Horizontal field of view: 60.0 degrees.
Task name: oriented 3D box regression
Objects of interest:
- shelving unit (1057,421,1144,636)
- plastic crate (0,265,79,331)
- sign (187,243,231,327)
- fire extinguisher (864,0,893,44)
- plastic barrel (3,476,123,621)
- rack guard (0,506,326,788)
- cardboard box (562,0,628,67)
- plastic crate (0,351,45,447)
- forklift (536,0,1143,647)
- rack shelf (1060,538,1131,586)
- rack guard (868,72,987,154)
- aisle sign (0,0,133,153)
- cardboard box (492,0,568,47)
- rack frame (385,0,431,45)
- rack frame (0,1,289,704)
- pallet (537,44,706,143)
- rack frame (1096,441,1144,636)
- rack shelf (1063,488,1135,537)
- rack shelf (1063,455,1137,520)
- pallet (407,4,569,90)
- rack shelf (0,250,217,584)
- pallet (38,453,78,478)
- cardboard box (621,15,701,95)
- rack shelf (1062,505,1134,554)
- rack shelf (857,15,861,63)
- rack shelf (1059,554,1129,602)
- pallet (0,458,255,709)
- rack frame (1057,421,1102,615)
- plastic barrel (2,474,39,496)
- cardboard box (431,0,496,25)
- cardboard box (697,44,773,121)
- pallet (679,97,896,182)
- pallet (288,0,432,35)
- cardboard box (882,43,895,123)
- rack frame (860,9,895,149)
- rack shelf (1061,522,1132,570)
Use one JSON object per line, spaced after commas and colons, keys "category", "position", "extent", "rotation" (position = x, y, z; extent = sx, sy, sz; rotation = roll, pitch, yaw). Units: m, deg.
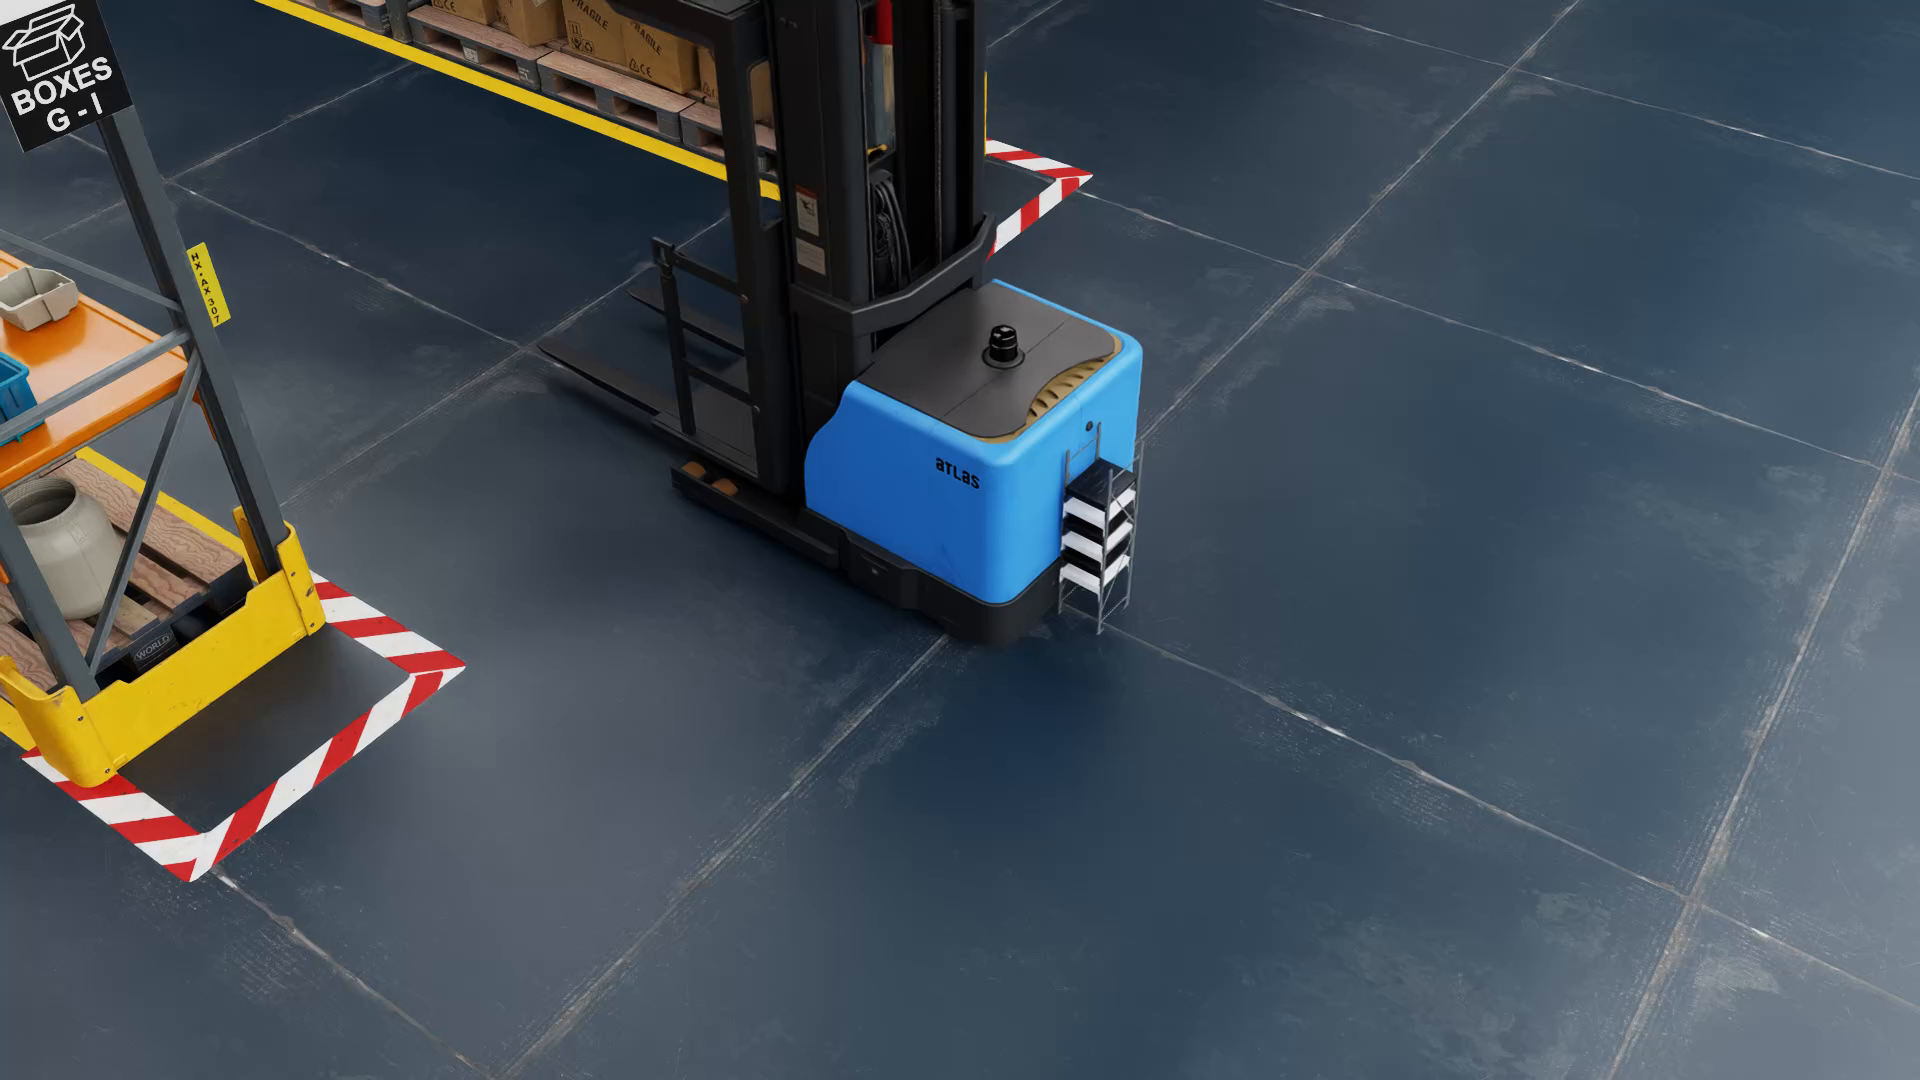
{"category": "shelving unit", "position": [0.573, -0.035, 6.863], "extent": [0.210, 0.900, 0.258], "rotation": [27, 49, 27]}
{"category": "plastic crate", "position": [-3.622, -0.943, 6.501], "extent": [0.250, 0.136, 0.298], "rotation": [25, 48, 25]}
{"category": "sign", "position": [-2.755, -0.925, 6.075], "extent": [0.005, 0.325, 0.100], "rotation": [25, 48, 25]}
{"category": "fire extinguisher", "position": [-0.401, -2.903, 8.551], "extent": [0.183, 0.674, 0.296], "rotation": [25, 48, 25]}
{"category": "plastic barrel", "position": [-3.657, 0.037, 6.758], "extent": [0.421, 0.512, 0.421], "rotation": [0, 42, 0]}
{"category": "rack guard", "position": [-3.163, 0.405, 6.671], "extent": [0.348, 0.500, 1.175], "rotation": [25, 48, 25]}
{"category": "cardboard box", "position": [-2.174, -3.399, 10.607], "extent": [0.500, 0.500, 0.500], "rotation": [21, 46, 22]}
{"category": "plastic crate", "position": [-3.656, -0.496, 5.915], "extent": [0.616, 0.251, 0.499], "rotation": [25, 48, 25]}
{"category": "forklift", "position": [-0.708, -1.460, 6.932], "extent": [3.031, 2.935, 1.130], "rotation": [27, 49, 27]}
{"category": "rack shelf", "position": [0.573, 0.057, 6.945], "extent": [0.200, 0.077, 0.258], "rotation": [27, 49, 27]}
{"category": "rack guard", "position": [-0.292, -2.325, 9.722], "extent": [0.348, 0.500, 1.175], "rotation": [25, 48, 25]}
{"category": "aisle sign", "position": [-2.847, -1.624, 5.115], "extent": [0.004, 0.787, 0.394], "rotation": [25, 48, 25]}
{"category": "cardboard box", "position": [-2.727, -3.594, 10.825], "extent": [0.500, 0.500, 0.500], "rotation": [-26, 48, -26]}
{"category": "rack frame", "position": [-3.505, -4.759, 10.567], "extent": [0.127, 3.000, 1.000], "rotation": [25, 48, 25]}
{"category": "rack frame", "position": [-3.074, -0.523, 5.834], "extent": [0.127, 3.000, 1.000], "rotation": [25, 48, 25]}
{"category": "pallet", "position": [-1.932, -3.015, 10.710], "extent": [1.213, 0.211, 1.003], "rotation": [25, 48, 25]}
{"category": "rack frame", "position": [0.653, 0.006, 6.816], "extent": [0.006, 0.900, 0.240], "rotation": [27, 49, 27]}
{"category": "rack shelf", "position": [0.573, -0.144, 6.765], "extent": [0.200, 0.077, 0.258], "rotation": [27, 49, 27]}
{"category": "rack shelf", "position": [0.573, -0.212, 6.705], "extent": [0.200, 0.077, 0.258], "rotation": [27, 49, 27]}
{"category": "pallet", "position": [-2.935, -3.482, 11.231], "extent": [1.213, 0.211, 1.003], "rotation": [25, 48, 25]}
{"category": "rack shelf", "position": [-4.712, -1.021, 6.929], "extent": [4.000, 0.370, 1.077], "rotation": [25, 48, 25]}
{"category": "pallet", "position": [-4.820, -0.269, 7.641], "extent": [1.213, 0.211, 1.003], "rotation": [25, 48, 25]}
{"category": "cardboard box", "position": [-1.743, -3.161, 10.341], "extent": [0.500, 0.500, 0.500], "rotation": [30, 50, 29]}
{"category": "rack shelf", "position": [0.573, -0.077, 6.825], "extent": [0.200, 0.077, 0.258], "rotation": [27, 49, 27]}
{"category": "rack shelf", "position": [-1.868, -3.725, 9.951], "extent": [4.000, 0.370, 1.077], "rotation": [25, 48, 25]}
{"category": "rack shelf", "position": [0.573, 0.124, 7.005], "extent": [0.200, 0.077, 0.258], "rotation": [27, 49, 27]}
{"category": "pallet", "position": [-3.825, 0.199, 7.118], "extent": [1.213, 0.211, 1.003], "rotation": [25, 48, 25]}
{"category": "rack frame", "position": [0.493, -0.077, 6.909], "extent": [0.006, 0.900, 0.240], "rotation": [27, 49, 27]}
{"category": "plastic barrel", "position": [-4.067, -0.155, 6.973], "extent": [0.421, 0.512, 0.421], "rotation": [0, 42, 0]}
{"category": "cardboard box", "position": [-3.201, -3.809, 11.065], "extent": [0.500, 0.500, 0.500], "rotation": [24, 47, 24]}
{"category": "cardboard box", "position": [-1.241, -2.911, 10.061], "extent": [0.500, 0.500, 0.500], "rotation": [-29, 49, -28]}
{"category": "pallet", "position": [-0.937, -2.548, 10.187], "extent": [1.213, 0.211, 1.003], "rotation": [25, 48, 25]}
{"category": "pallet", "position": [-4.143, -4.017, 11.829], "extent": [1.213, 0.211, 1.003], "rotation": [25, 48, 25]}
{"category": "cardboard box", "position": [-0.732, -2.700, 9.826], "extent": [0.500, 0.500, 0.500], "rotation": [-33, 51, -31]}
{"category": "rack frame", "position": [-0.230, -3.227, 8.856], "extent": [0.127, 3.000, 1.000], "rotation": [25, 48, 25]}
{"category": "rack shelf", "position": [0.573, -0.010, 6.885], "extent": [0.200, 0.077, 0.258], "rotation": [27, 49, 27]}
